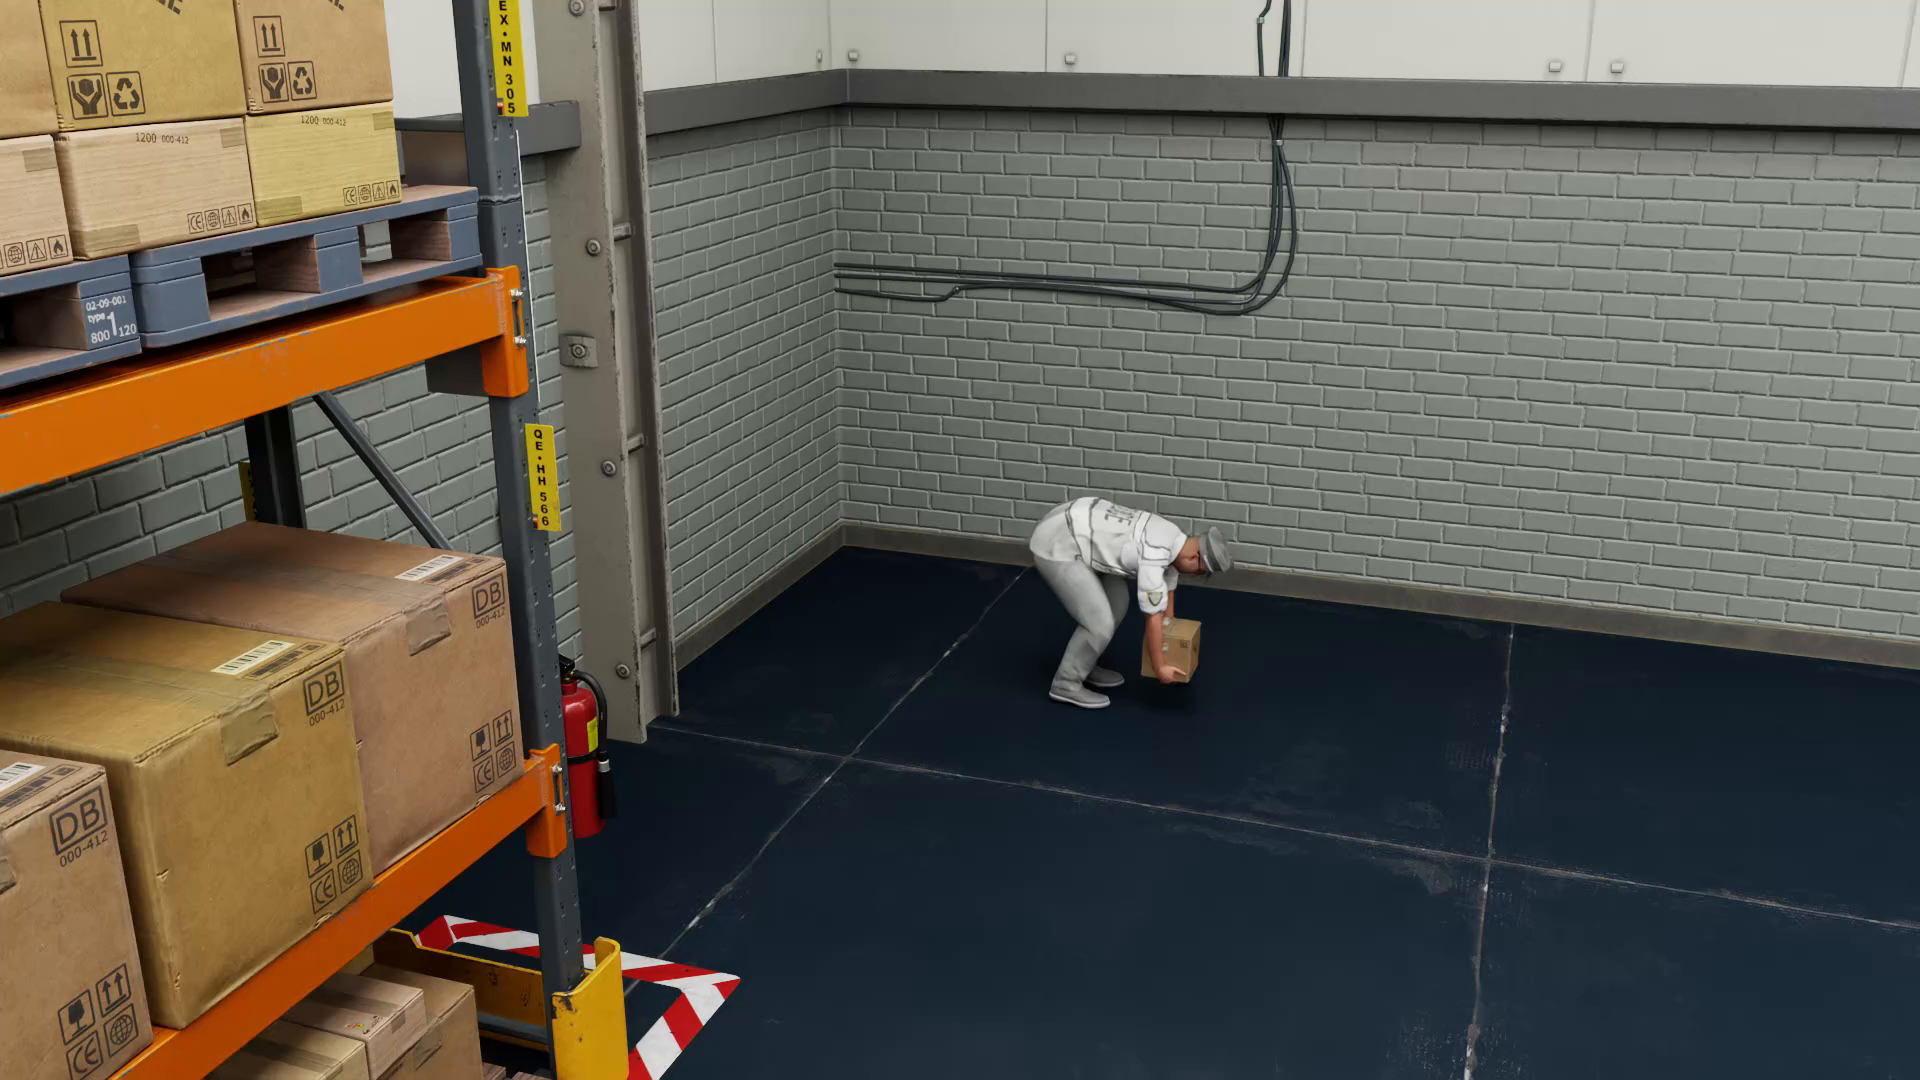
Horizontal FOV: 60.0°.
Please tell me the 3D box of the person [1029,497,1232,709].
[{"bbox_3d":[0.879,0.329,8.647,1.042,1.069,0.517,5,19,16],"label":"person"}]
